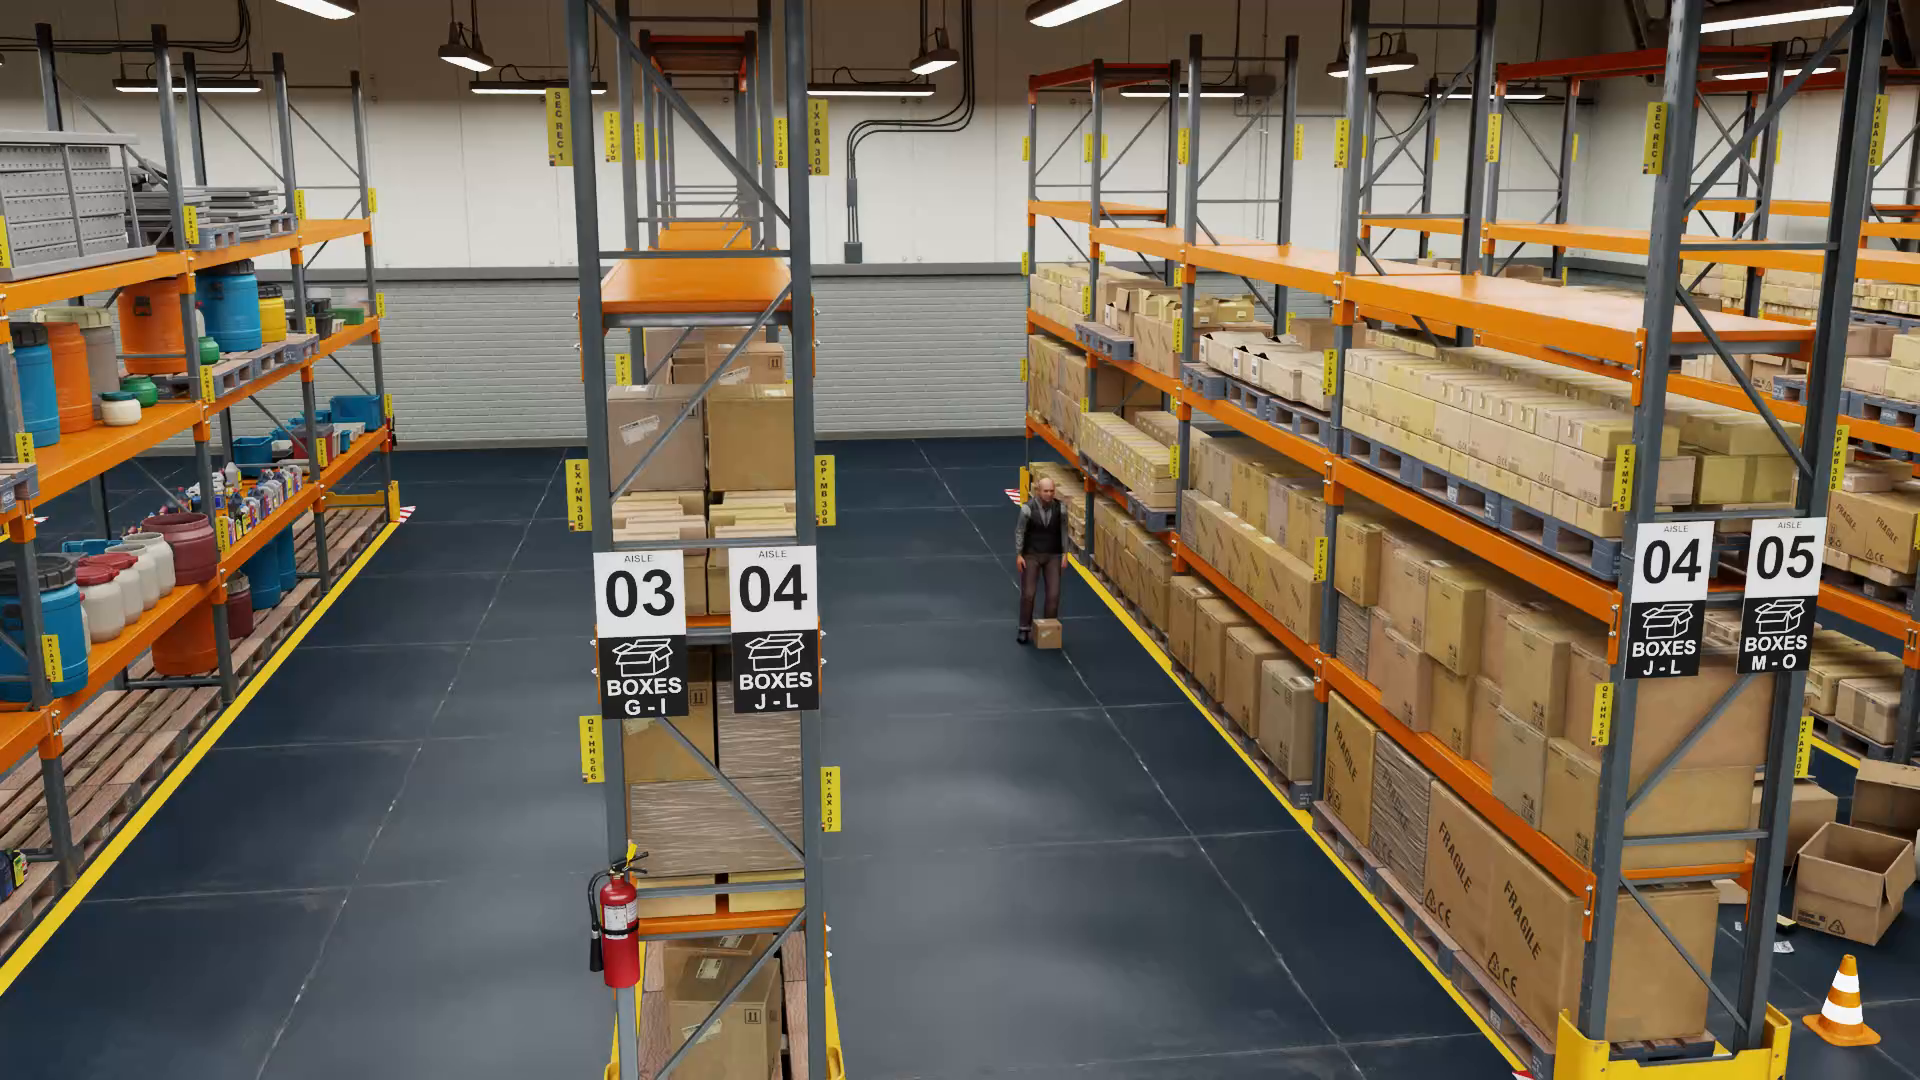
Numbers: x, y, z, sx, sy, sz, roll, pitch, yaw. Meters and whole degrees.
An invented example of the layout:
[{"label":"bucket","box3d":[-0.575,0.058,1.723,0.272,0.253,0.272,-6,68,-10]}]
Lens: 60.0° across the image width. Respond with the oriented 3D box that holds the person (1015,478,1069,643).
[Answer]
[{"label":"person","box3d":[0.854,0.194,17.205,0.580,1.719,0.475,-3,13,-11]}]
